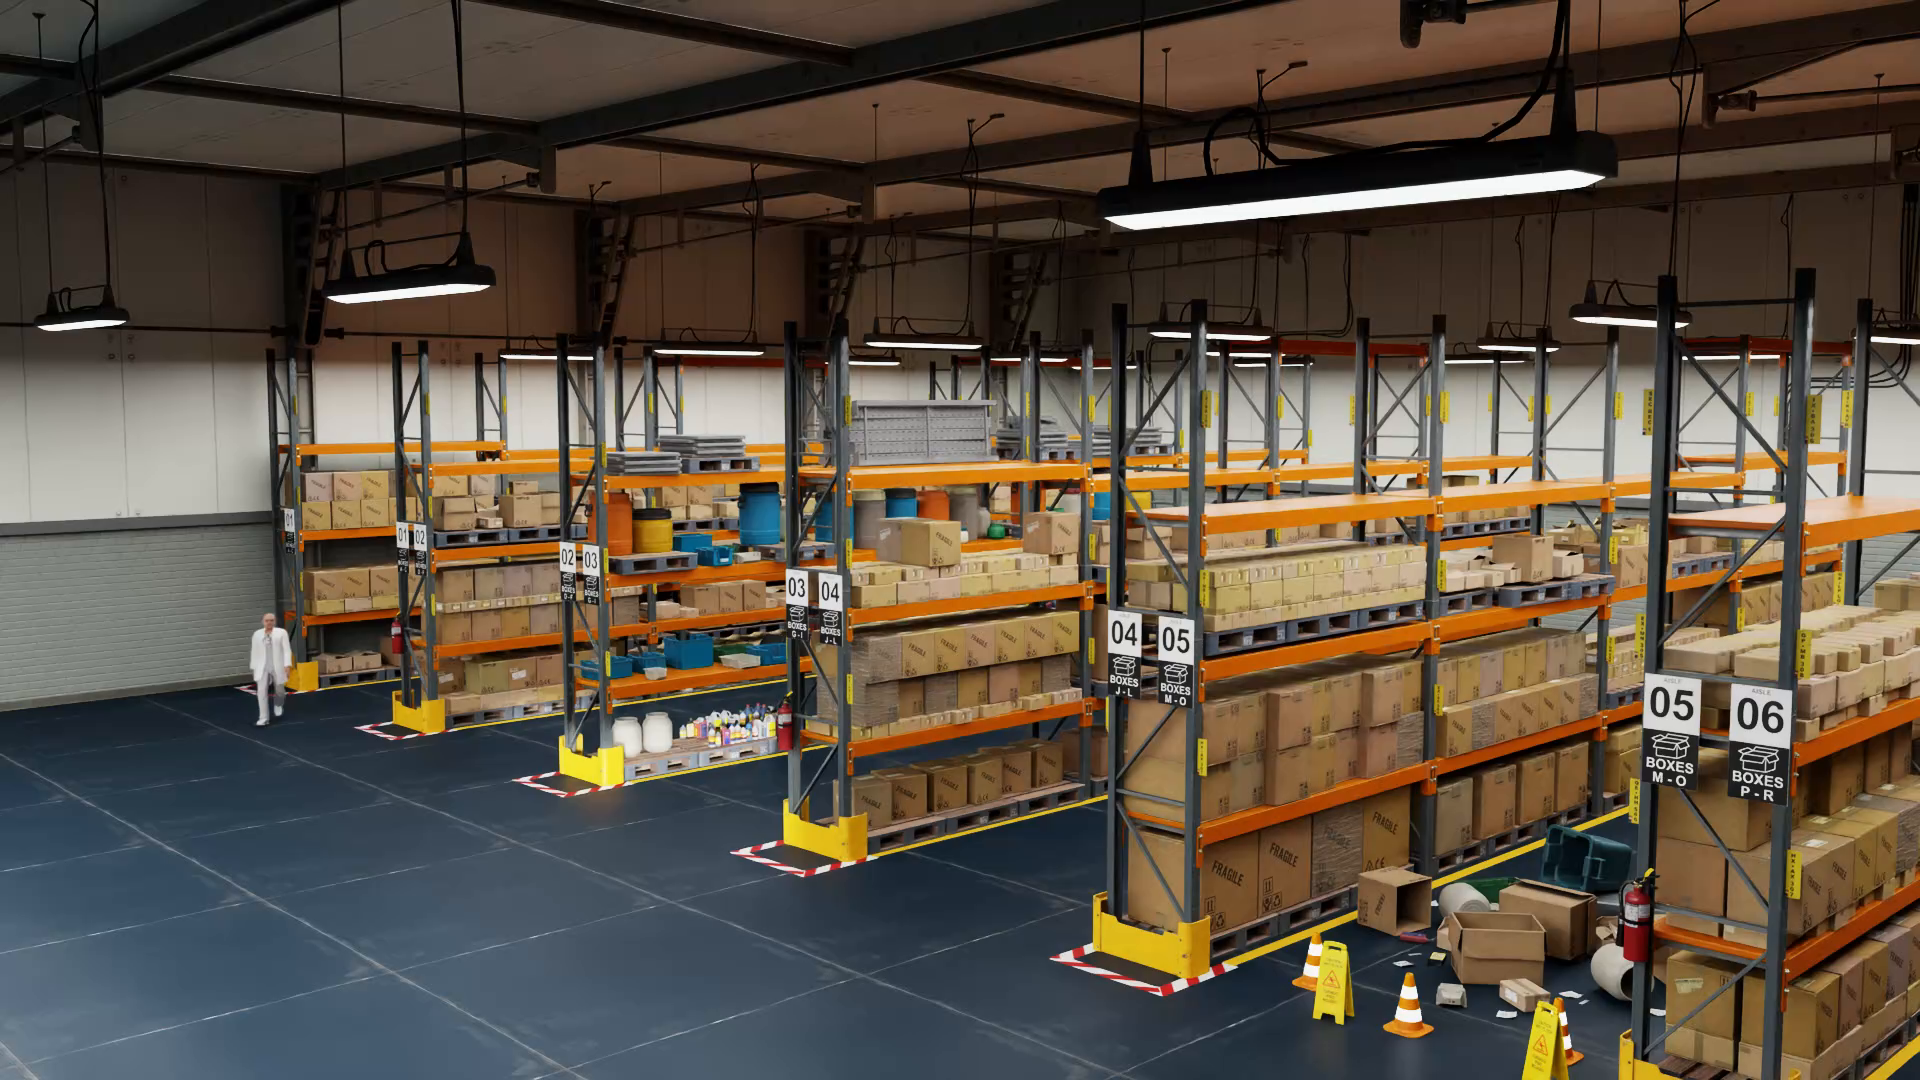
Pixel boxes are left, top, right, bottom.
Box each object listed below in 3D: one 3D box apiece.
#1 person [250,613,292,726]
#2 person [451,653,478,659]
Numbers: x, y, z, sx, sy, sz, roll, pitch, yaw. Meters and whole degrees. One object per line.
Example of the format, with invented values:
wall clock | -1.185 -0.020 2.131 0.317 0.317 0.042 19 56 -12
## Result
person | -10.906 2.015 26.318 0.631 1.740 1.053 -2 5 -18
person | -8.858 1.754 29.757 0.483 1.618 0.974 1 5 9
